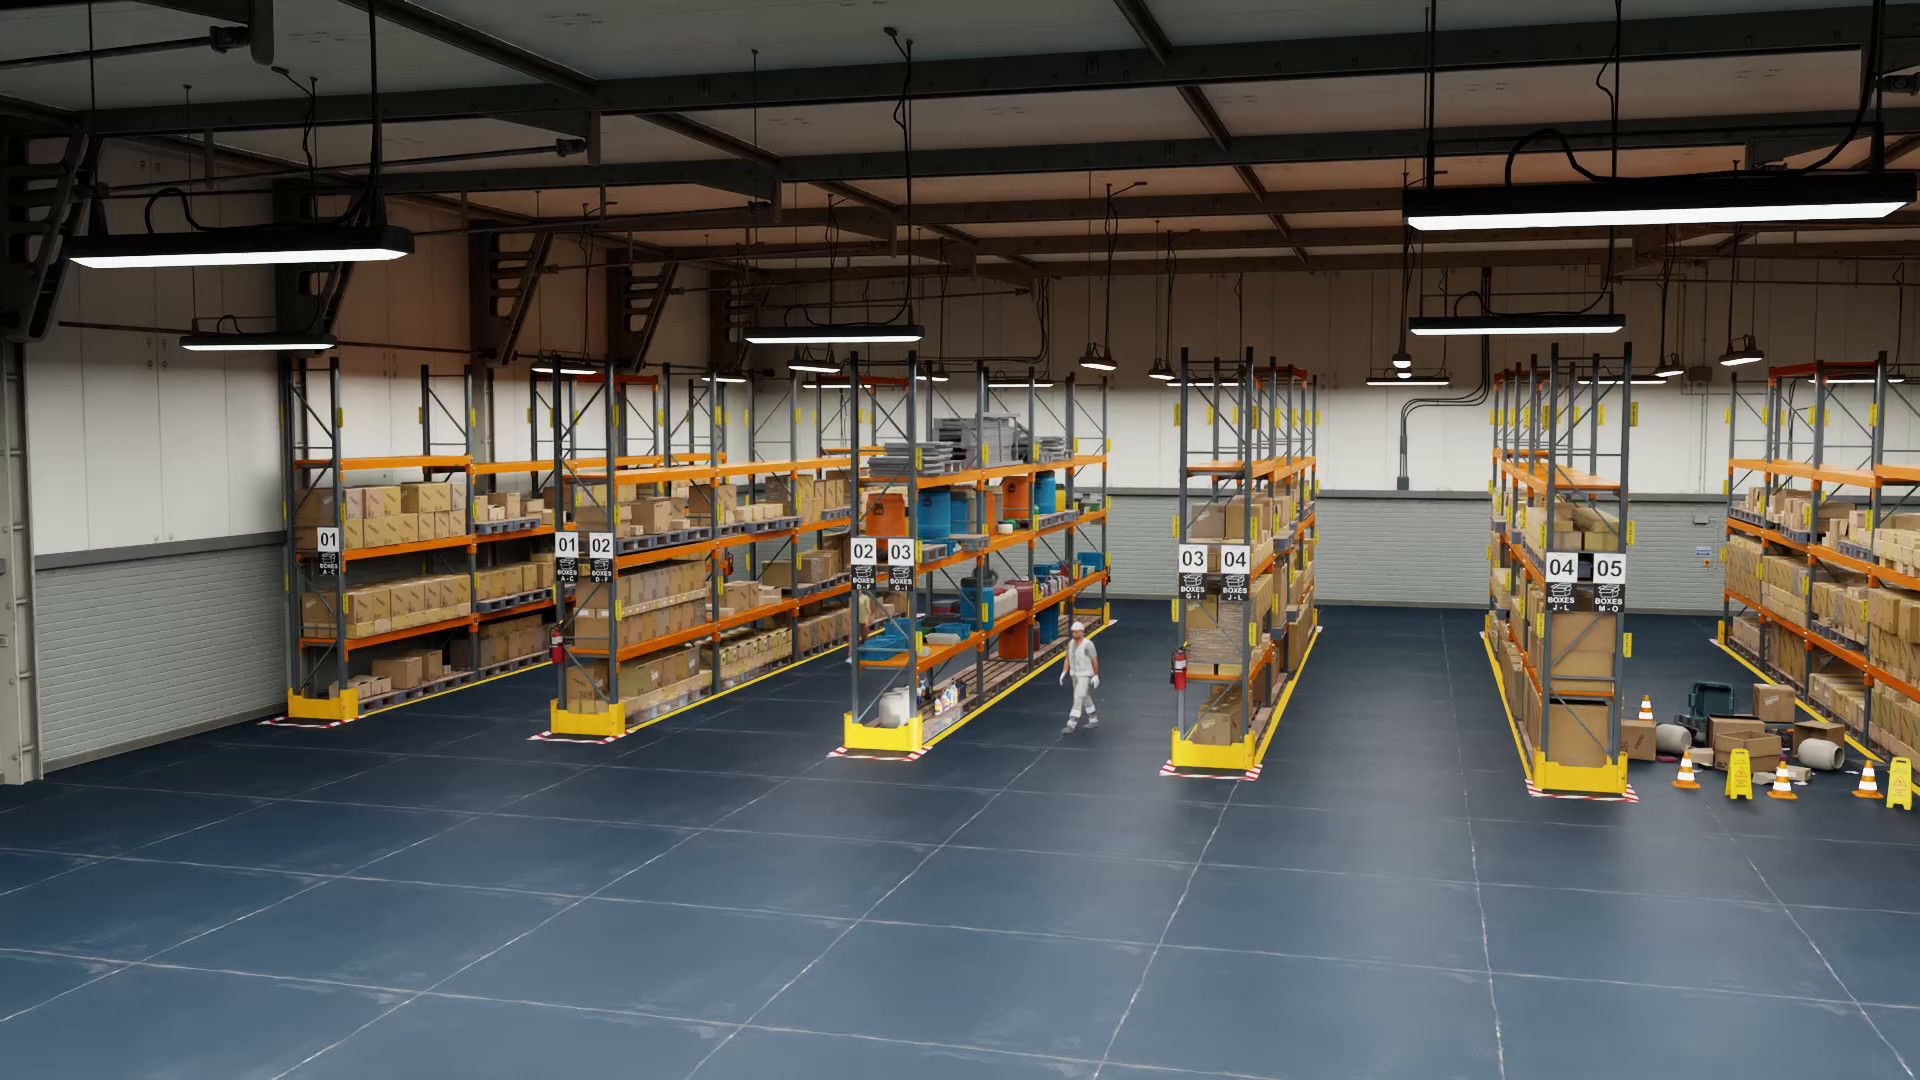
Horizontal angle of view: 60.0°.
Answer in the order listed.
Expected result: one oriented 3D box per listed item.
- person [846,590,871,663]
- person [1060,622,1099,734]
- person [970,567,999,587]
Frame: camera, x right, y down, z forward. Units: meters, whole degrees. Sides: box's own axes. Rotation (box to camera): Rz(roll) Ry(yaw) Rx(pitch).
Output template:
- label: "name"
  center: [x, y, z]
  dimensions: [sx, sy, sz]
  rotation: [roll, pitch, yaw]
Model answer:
- label: "person"
  center: [-2.083, 1.671, 34.029]
  dimensions: [0.503, 1.600, 1.044]
  rotation: [0, 4, 6]
- label: "person"
  center: [1.859, 2.165, 26.388]
  dimensions: [0.995, 1.735, 0.563]
  rotation: [-3, 5, -38]
- label: "person"
  center: [0.591, 1.230, 40.407]
  dimensions: [0.668, 1.616, 0.723]
  rotation: [2, 5, 24]
